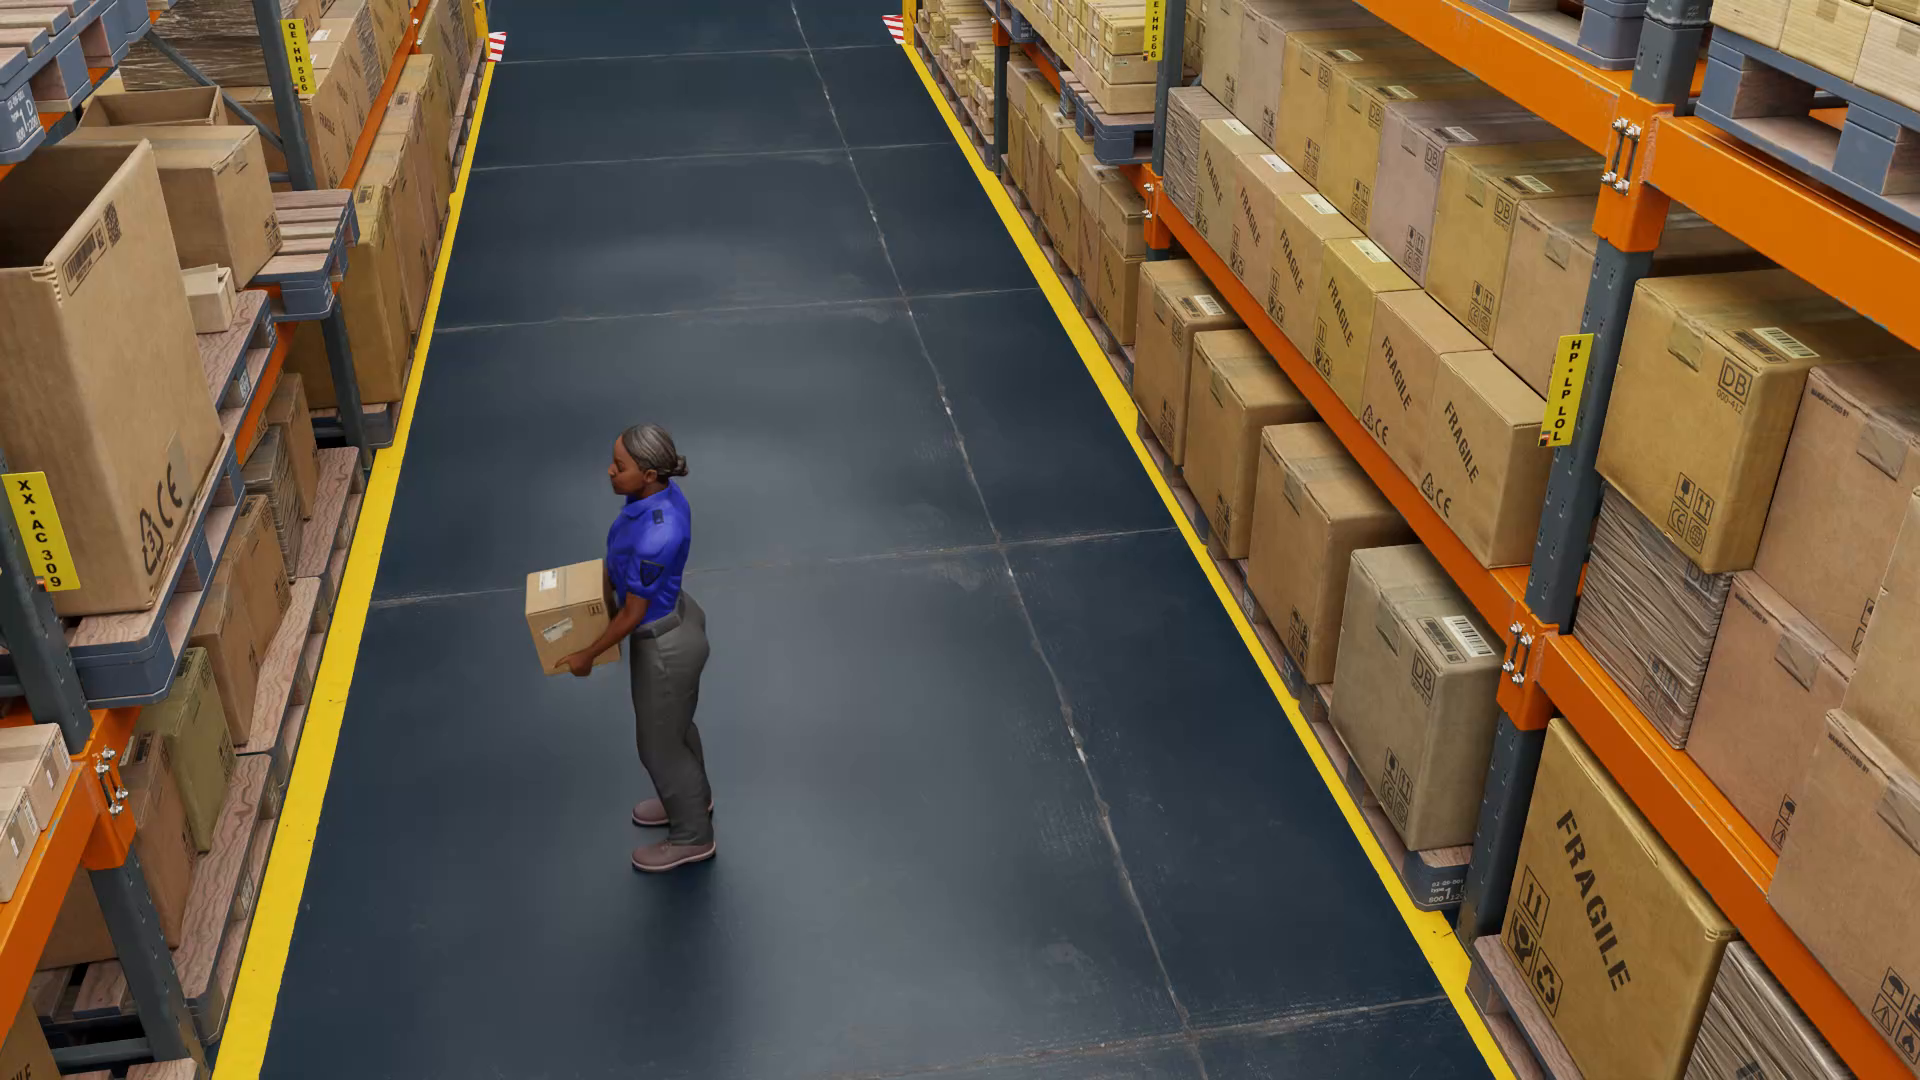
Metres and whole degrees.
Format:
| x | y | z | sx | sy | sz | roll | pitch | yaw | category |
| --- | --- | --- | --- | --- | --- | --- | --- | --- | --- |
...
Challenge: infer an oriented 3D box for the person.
| x | y | z | sx | sy | sz | roll | pitch | yaw | category |
| --- | --- | --- | --- | --- | --- | --- | --- | --- | --- |
| -1.090 | 0.363 | 5.539 | 0.504 | 1.656 | 0.435 | -6 | 31 | -9 | person |
